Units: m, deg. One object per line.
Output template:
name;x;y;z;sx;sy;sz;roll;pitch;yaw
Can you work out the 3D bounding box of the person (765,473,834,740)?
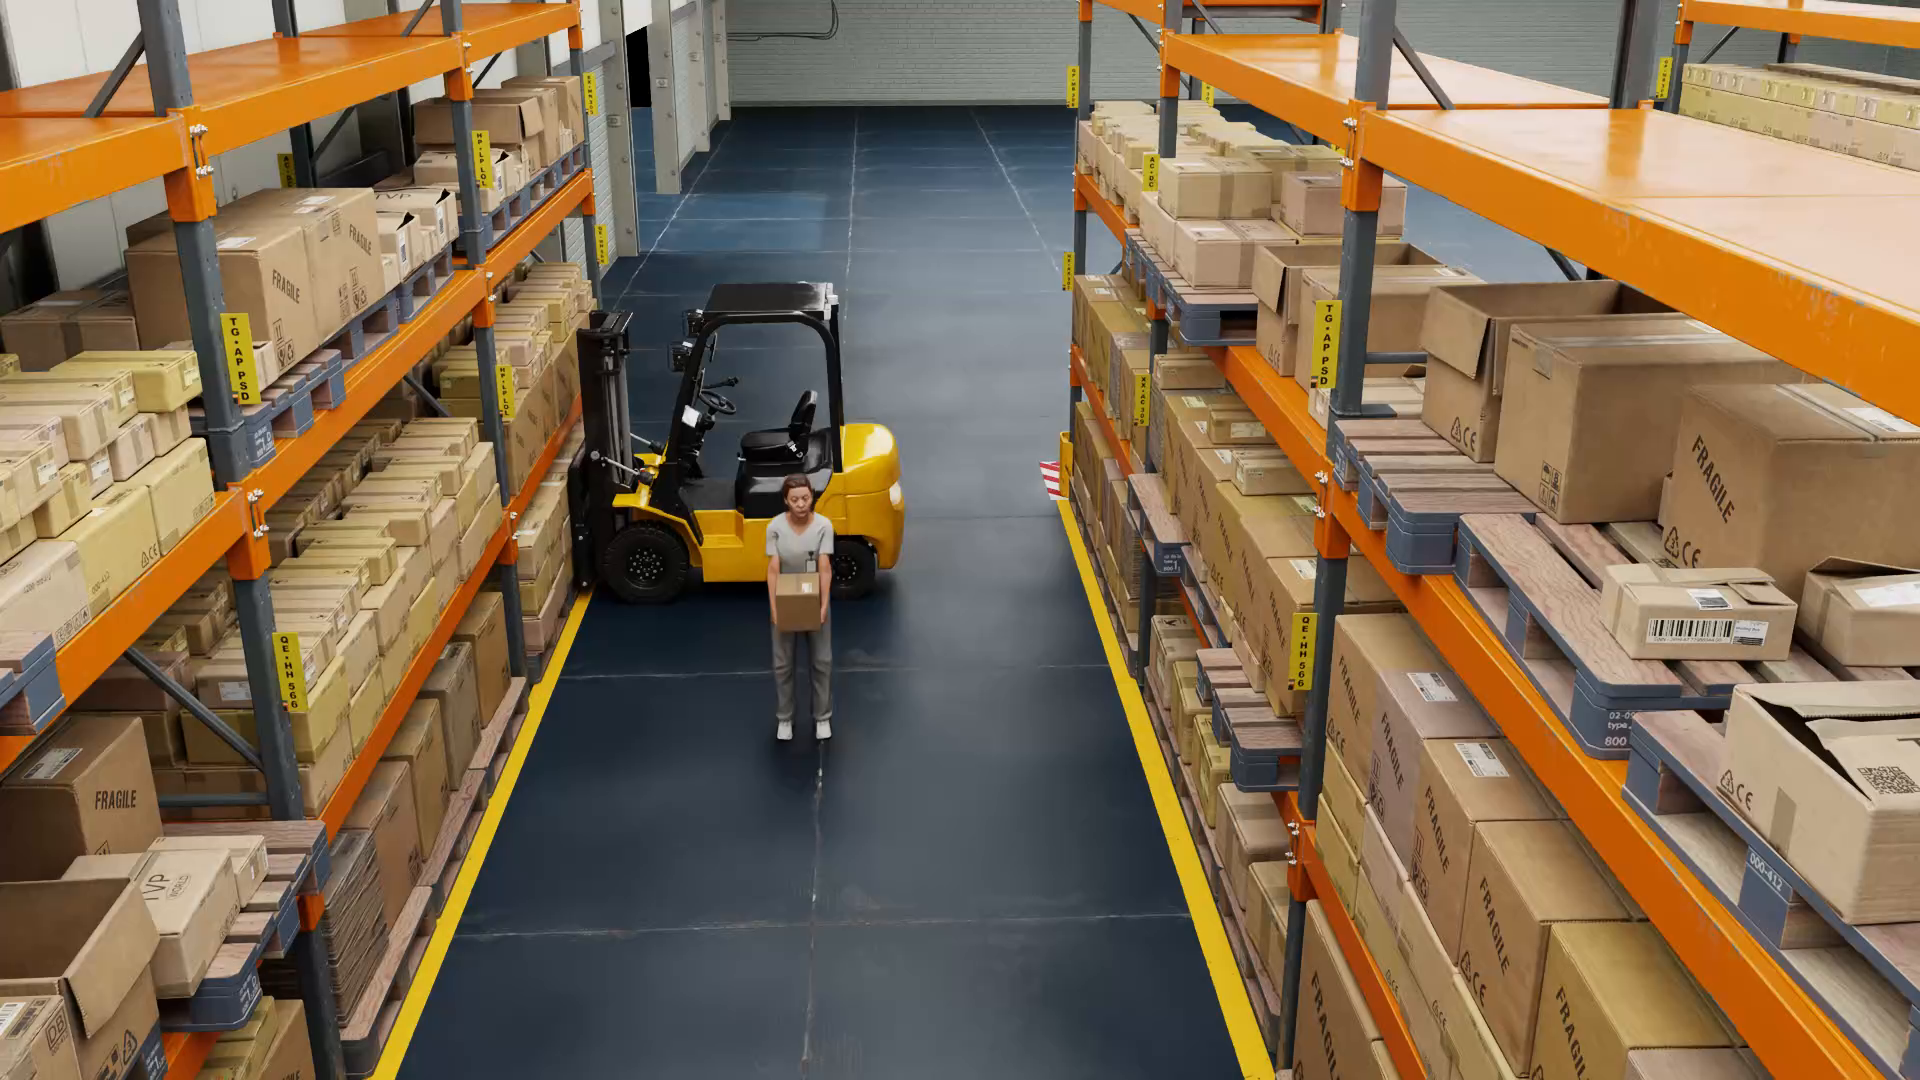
person;-0.949;0.427;9.956;0.410;1.668;0.500;-1;21;-4
